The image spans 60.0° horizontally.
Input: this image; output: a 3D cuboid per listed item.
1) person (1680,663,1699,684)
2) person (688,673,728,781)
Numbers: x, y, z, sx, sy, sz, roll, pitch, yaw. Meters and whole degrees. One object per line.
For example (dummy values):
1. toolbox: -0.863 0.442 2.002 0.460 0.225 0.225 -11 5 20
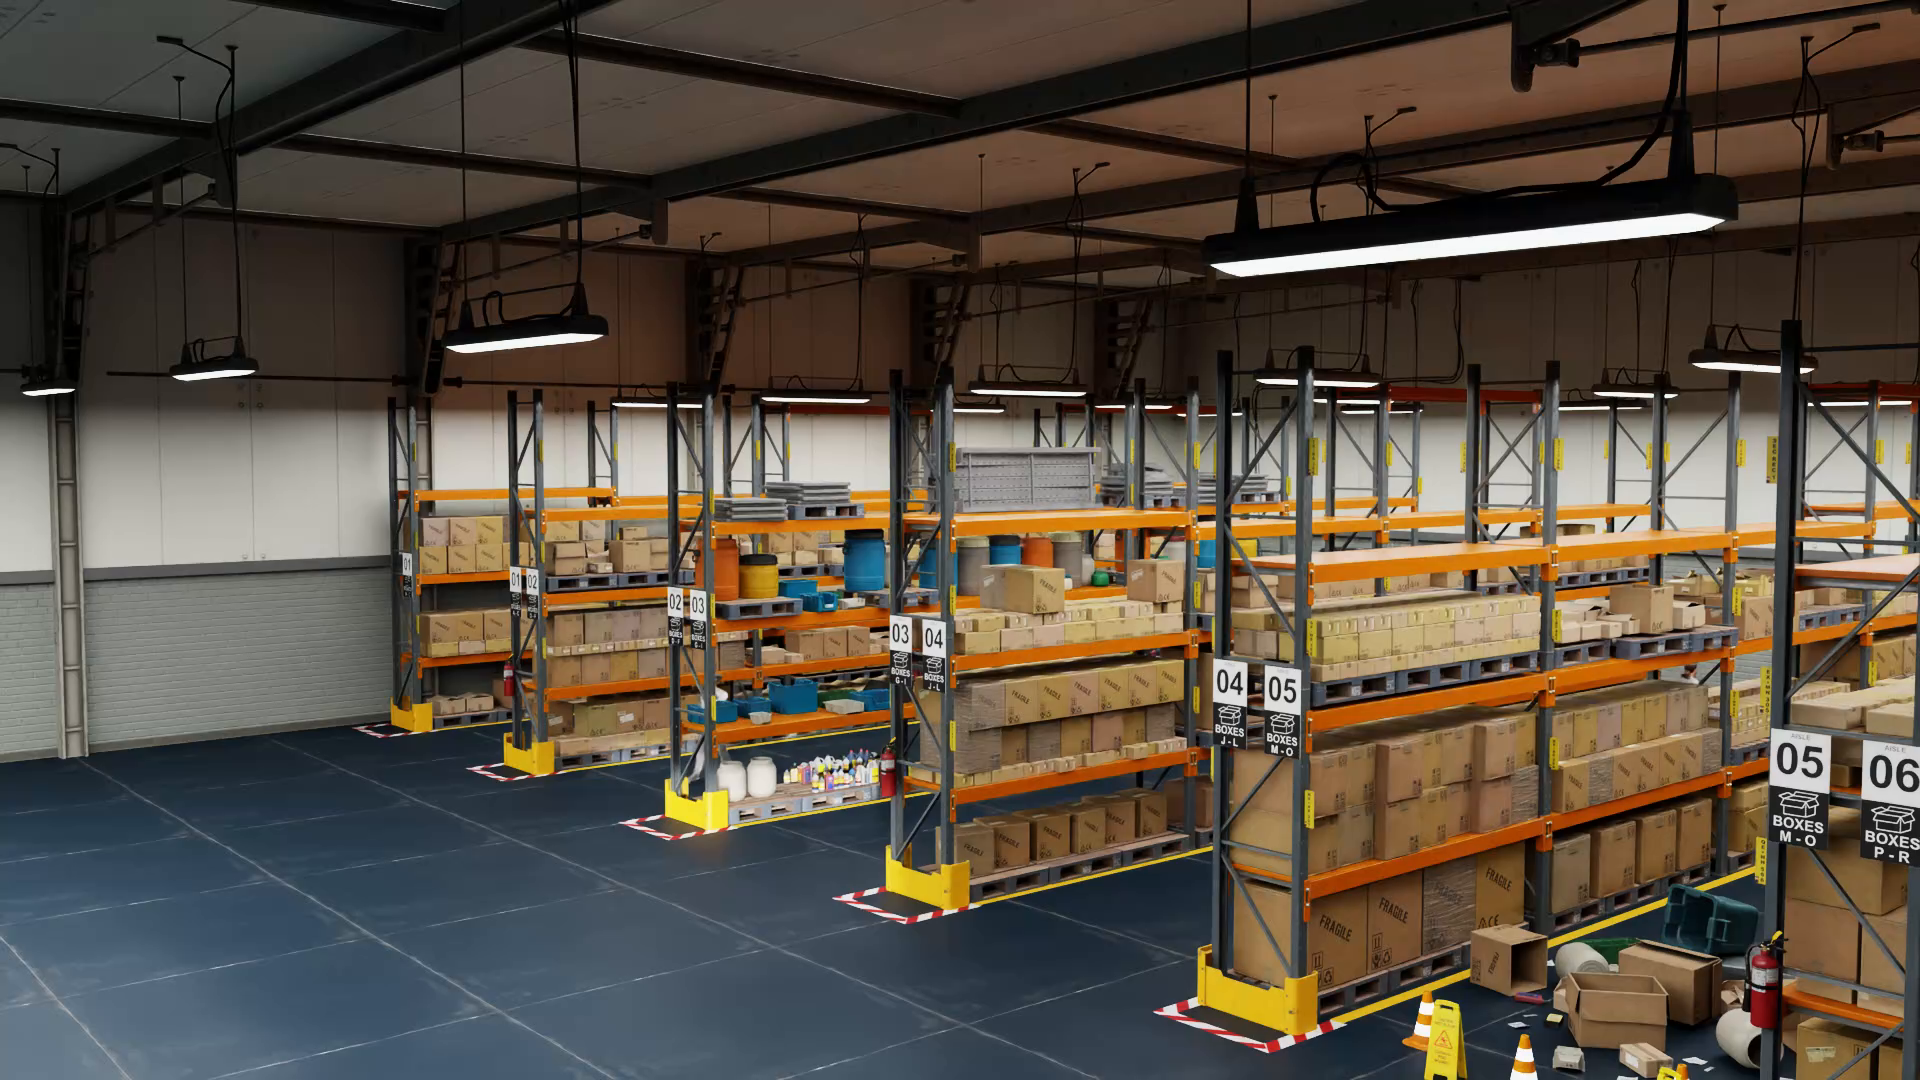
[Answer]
1. person: 11.656 2.781 26.631 0.478 1.649 0.506 -1 3 -13
2. person: -3.794 2.842 25.377 0.504 1.644 0.894 1 3 16
